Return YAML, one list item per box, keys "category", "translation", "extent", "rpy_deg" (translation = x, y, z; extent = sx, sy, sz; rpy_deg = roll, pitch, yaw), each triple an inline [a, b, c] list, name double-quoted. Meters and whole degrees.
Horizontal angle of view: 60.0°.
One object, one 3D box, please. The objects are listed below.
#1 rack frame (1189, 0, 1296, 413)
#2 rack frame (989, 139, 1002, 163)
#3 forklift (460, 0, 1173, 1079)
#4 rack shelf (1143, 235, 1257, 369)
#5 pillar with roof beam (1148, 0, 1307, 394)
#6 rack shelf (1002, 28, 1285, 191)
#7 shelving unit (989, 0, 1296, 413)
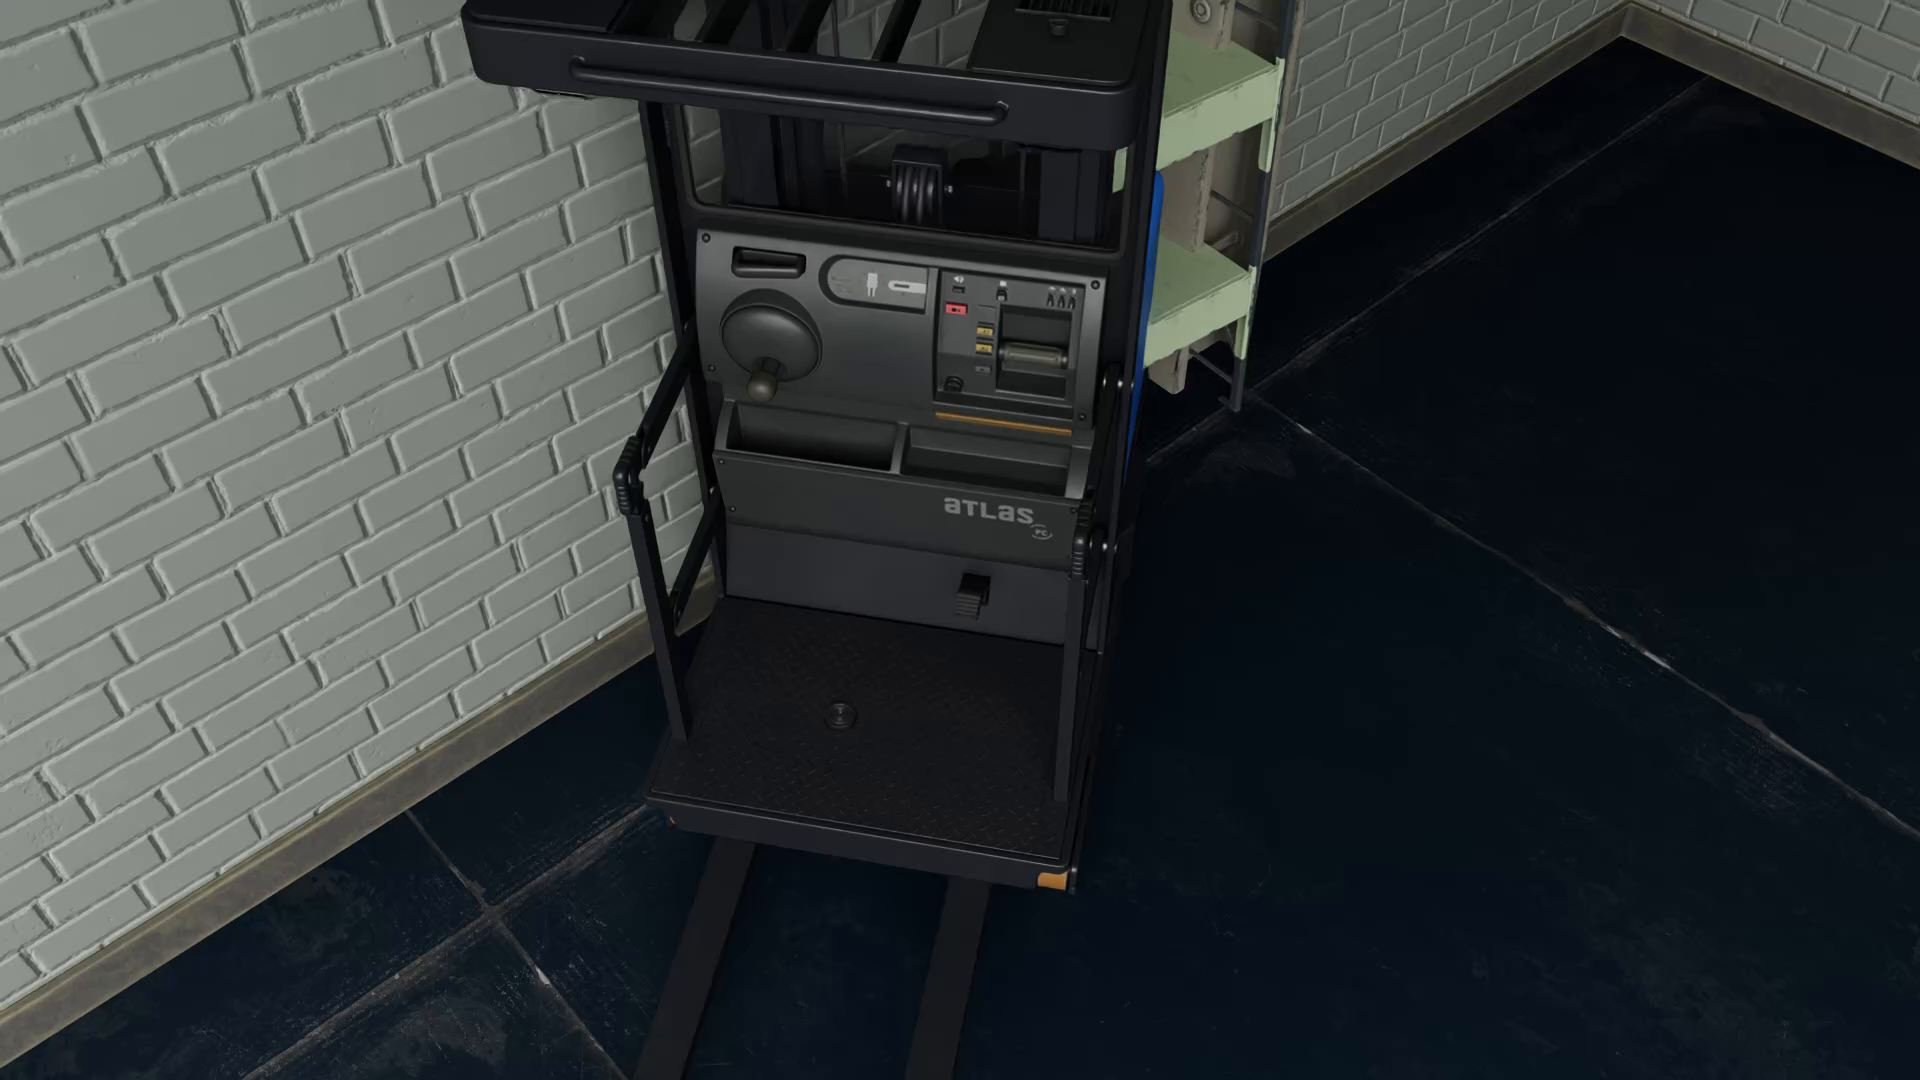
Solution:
- category: "rack frame"
  translation: [0.804, -1.068, 5.187]
  extent: [0.023, 1.500, 0.400]
  rpy_deg: [-29, 52, -24]
- category: "rack frame"
  translation: [0.218, -0.745, 4.890]
  extent: [0.023, 1.500, 0.400]
  rpy_deg: [-29, 52, -24]
- category: "forklift"
  translation: [-0.181, -0.375, 3.602]
  extent: [1.130, 2.935, 3.031]
  rpy_deg: [8, 48, 7]
- category: "rack shelf"
  translation: [0.517, -0.680, 5.273]
  extent: [0.720, 0.370, 0.431]
  rpy_deg: [-29, 52, -24]
- category: "pillar with roof beam"
  translation: [3.674, -1.390, 0.410]
  extent: [0.400, 9.000, 9.100]
  rpy_deg: [-34, 56, -27]
- category: "rack shelf"
  translation: [0.503, -1.178, 4.758]
  extent: [0.720, 0.370, 0.431]
  rpy_deg: [-29, 52, -24]
- category: "shelving unit"
  translation: [0.511, -0.907, 5.038]
  extent: [0.755, 1.500, 0.431]
  rpy_deg: [-29, 52, -24]
